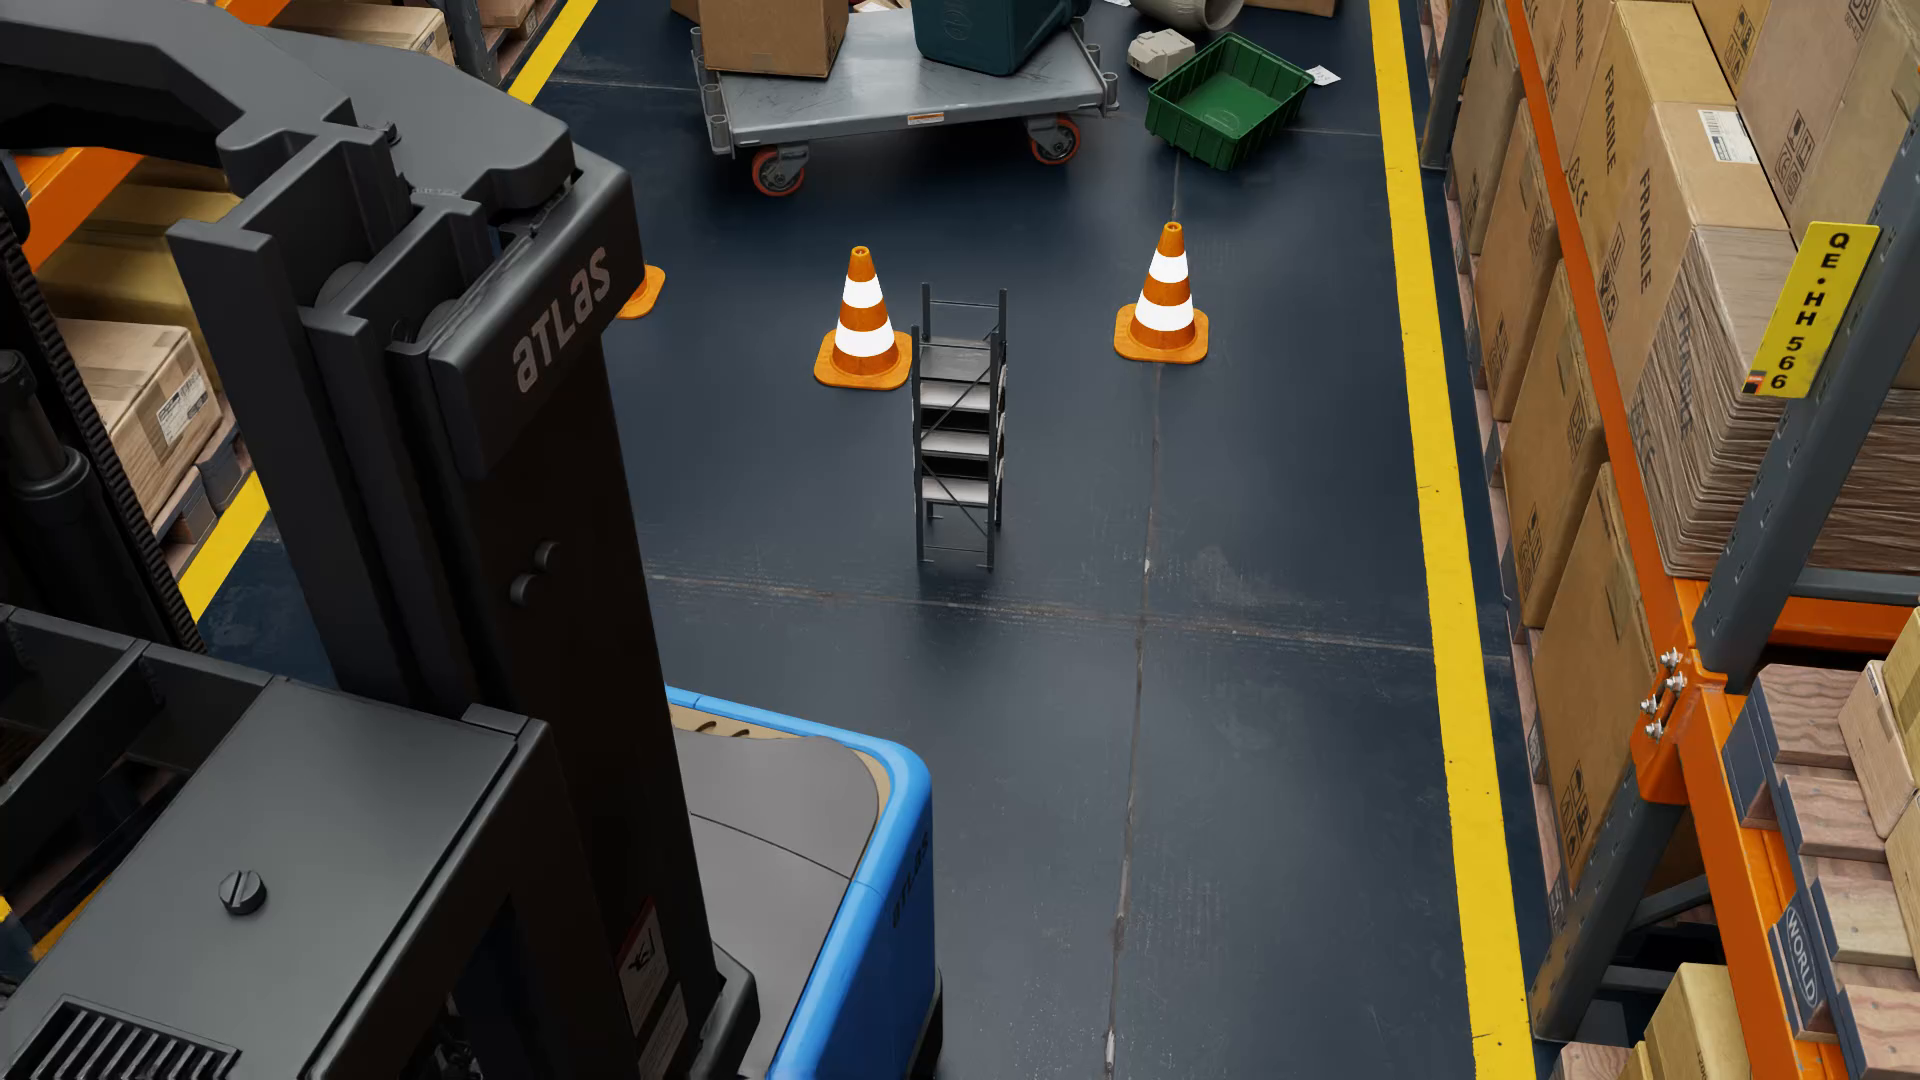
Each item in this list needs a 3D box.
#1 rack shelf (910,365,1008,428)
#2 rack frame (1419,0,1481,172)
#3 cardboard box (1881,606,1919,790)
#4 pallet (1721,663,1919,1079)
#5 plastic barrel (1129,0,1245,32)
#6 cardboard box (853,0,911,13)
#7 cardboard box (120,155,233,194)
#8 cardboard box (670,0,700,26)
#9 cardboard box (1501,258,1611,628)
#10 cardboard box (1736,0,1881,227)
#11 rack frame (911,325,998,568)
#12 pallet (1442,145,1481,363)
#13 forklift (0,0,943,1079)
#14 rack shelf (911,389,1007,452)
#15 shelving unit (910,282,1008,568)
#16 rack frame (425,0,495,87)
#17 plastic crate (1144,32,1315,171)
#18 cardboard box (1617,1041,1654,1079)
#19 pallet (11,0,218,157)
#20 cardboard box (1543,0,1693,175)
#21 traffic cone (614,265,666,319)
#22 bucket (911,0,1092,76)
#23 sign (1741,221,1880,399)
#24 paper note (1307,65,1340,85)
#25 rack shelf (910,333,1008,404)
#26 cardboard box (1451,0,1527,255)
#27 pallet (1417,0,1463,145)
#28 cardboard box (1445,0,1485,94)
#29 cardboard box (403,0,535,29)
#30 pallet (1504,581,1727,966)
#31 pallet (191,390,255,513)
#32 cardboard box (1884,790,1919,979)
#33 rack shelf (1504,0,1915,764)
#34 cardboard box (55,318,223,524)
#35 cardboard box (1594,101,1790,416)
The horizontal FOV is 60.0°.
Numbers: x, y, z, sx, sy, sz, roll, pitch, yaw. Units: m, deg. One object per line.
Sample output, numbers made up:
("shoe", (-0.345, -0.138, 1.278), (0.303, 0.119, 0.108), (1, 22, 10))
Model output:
("rack shelf", (-0.001, -0.428, 4.834), (0.258, 0.077, 0.200), (5, 44, 6))
("rack frame", (2.405, -2.612, 5.826), (1.000, 3.000, 0.127), (5, 44, 6))
("cardboard box", (1.613, 0.256, 2.459), (0.380, 0.149, 0.250), (7, 44, 7))
("pallet", (1.888, 0.680, 2.490), (1.213, 0.211, 1.003), (5, 44, 6))
("plastic barrel", (1.035, -2.589, 7.676), (0.421, 0.421, 0.512), (-32, 52, -29))
("cardboard box", (-0.280, -2.360, 7.549), (0.258, 0.266, 0.396), (-24, 48, -23))
("cardboard box", (-2.673, -1.343, 6.093), (0.950, 0.372, 0.625), (8, 44, 8))
("cardboard box", (-1.024, -2.692, 7.728), (0.500, 0.500, 0.500), (-32, 52, -29))
("cardboard box", (2.158, -0.224, 4.636), (1.050, 0.750, 0.750), (6, 44, 6))
("cardboard box", (2.011, -0.935, 3.256), (0.700, 0.500, 0.500), (5, 44, 5))
("rack frame", (-0.015, -0.252, 4.862), (0.240, 0.900, 0.006), (5, 44, 6))
("pallet", (2.378, -1.066, 6.223), (1.003, 0.211, 1.213), (5, 44, 6))
("forklift", (-0.968, 0.995, 2.068), (1.130, 2.935, 3.031), (12, 45, 13))
("rack shelf", (-0.001, -0.362, 4.896), (0.258, 0.077, 0.200), (5, 44, 6))
("shelving unit", (-0.001, -0.321, 4.935), (0.258, 0.900, 0.210), (5, 44, 6))
("rack frame", (-2.515, -2.993, 6.229), (1.000, 3.000, 0.127), (5, 44, 6))
("plastic crate", (1.130, -1.849, 7.024), (0.450, 0.188, 0.662), (35, 53, 18))
("cardboard box", (1.530, 1.329, 3.178), (0.500, 0.500, 0.500), (4, 44, 4))
("pallet", (-2.823, -1.550, 4.845), (1.003, 0.211, 1.213), (5, 44, 6))
("cardboard box", (1.867, -1.283, 4.351), (0.500, 0.500, 0.500), (6, 44, 6))
("traffic cone", (-1.291, -1.099, 6.074), (0.336, 0.463, 0.334), (5, 44, 6))
("bucket", (0.138, -2.277, 6.749), (0.726, 0.611, 0.620), (20, 57, 20))
("sign", (1.326, -0.354, 2.600), (0.100, 0.325, 0.005), (5, 44, 6))
("paper note", (1.596, -2.074, 7.418), (0.147, 0.020, 0.142), (-24, 48, -23))
("rack shelf", (-0.001, -0.493, 4.772), (0.258, 0.077, 0.200), (5, 44, 6))
("cardboard box", (2.412, -1.516, 6.000), (1.050, 0.750, 0.750), (5, 44, 5))
("pallet", (2.583, -2.110, 7.325), (1.003, 0.211, 1.213), (5, 44, 6))
("cardboard box", (2.558, -2.415, 6.859), (0.875, 0.875, 0.875), (6, 44, 6))
("cardboard box", (-2.169, -2.524, 7.429), (0.500, 0.250, 0.500), (3, 44, 4))
("pallet", (2.055, 0.597, 4.466), (1.003, 0.211, 1.213), (5, 44, 6))
("pallet", (-2.775, -0.616, 5.747), (1.003, 0.211, 1.213), (5, 44, 6))
("cardboard box", (1.581, 0.523, 2.394), (0.380, 0.149, 0.250), (7, 44, 8))
("rack shelf", (2.141, -0.987, 4.634), (1.077, 0.370, 4.000), (5, 44, 6))
("cardboard box", (-2.869, -0.353, 5.047), (0.950, 0.372, 0.625), (4, 44, 5))
("cardboard box", (1.737, -0.593, 3.622), (0.500, 0.500, 0.500), (5, 44, 6))
